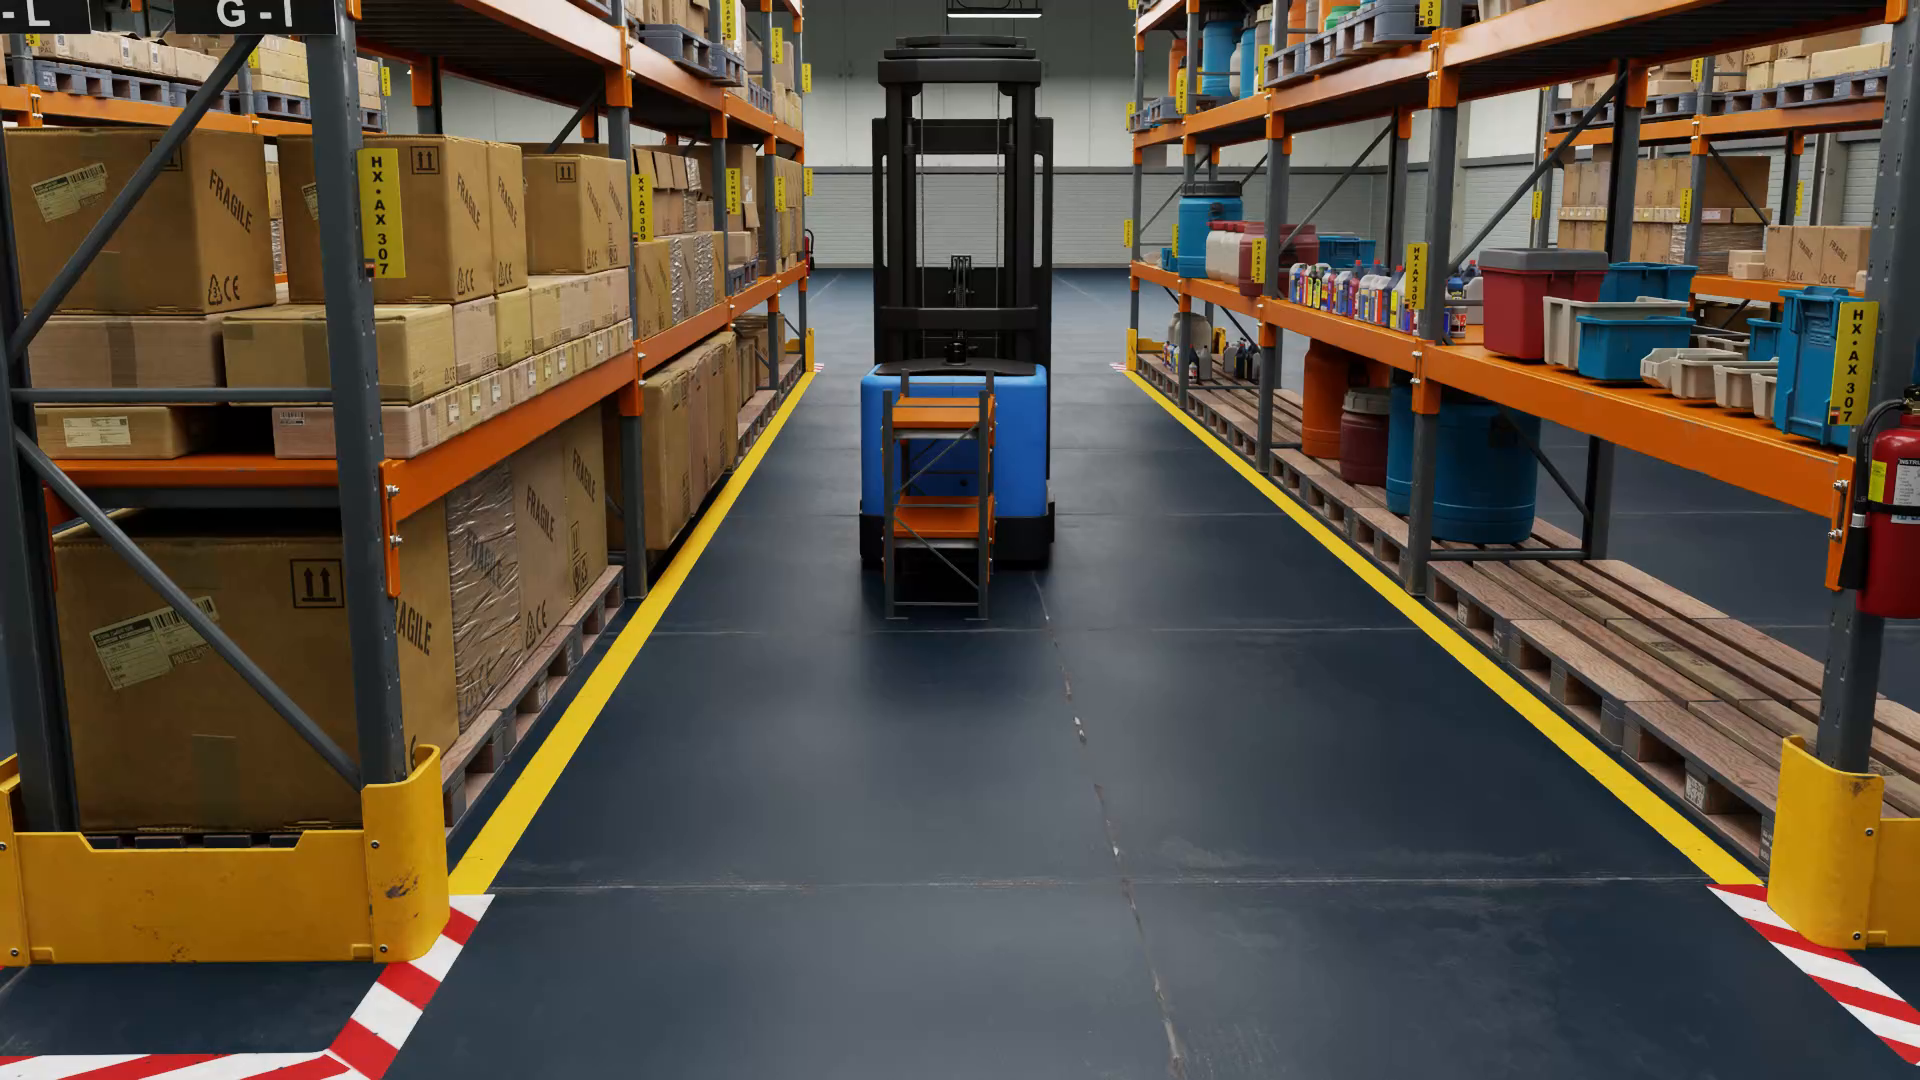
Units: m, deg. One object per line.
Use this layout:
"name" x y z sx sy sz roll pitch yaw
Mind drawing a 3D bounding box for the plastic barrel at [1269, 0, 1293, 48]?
"plastic barrel" 2.922 -4.133 14.080 0.600 0.901 0.708 0 11 -1

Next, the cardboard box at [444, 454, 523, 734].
"cardboard box" -2.149 0.156 6.032 0.875 0.875 0.875 0 11 -1

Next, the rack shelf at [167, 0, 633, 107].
"rack shelf" -2.078 -1.887 6.079 1.077 0.370 4.000 0 11 -1

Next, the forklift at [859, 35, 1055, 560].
"forklift" 0.028 -1.560 10.378 1.130 2.935 3.031 1 11 3

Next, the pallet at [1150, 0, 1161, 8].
"pallet" 2.594 -5.836 17.672 1.003 0.211 1.213 0 11 -1

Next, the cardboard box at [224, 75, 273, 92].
"cardboard box" -6.913 -4.432 16.141 0.380 0.149 0.250 0 11 -2

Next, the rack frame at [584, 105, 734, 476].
"rack frame" -2.202 -1.962 12.184 1.000 3.000 0.127 0 11 -1

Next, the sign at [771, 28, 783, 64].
"sign" -1.730 -4.676 15.730 0.100 0.325 0.005 0 11 -1

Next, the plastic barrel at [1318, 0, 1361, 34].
"plastic barrel" 2.759 -3.756 11.346 0.600 0.830 0.708 0 11 -1

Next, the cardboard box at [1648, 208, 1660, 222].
"cardboard box" 7.383 -3.370 17.245 0.380 0.149 0.250 0 11 -1

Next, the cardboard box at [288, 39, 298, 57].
"cardboard box" -6.930 -4.974 16.808 0.380 0.149 0.250 0 11 -2

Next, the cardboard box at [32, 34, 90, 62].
"cardboard box" -6.958 -3.787 12.556 0.500 0.311 0.500 0 11 -1

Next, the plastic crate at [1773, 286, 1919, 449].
"plastic crate" 2.722 -0.504 4.761 0.616 0.435 0.499 0 11 -1

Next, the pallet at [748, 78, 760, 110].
"pallet" -2.354 -3.806 14.201 1.213 0.211 1.003 0 11 -1

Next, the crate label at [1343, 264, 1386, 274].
"crate label" 3.116 -1.985 12.722 0.303 0.233 0.416 0 11 -1

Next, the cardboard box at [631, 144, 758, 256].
"cardboard box" -2.408 -3.098 15.221 1.000 1.000 1.000 0 11 -1

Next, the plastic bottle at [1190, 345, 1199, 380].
"plastic bottle" 2.366 -1.821 17.049 0.144 0.351 0.185 -1 11 -3

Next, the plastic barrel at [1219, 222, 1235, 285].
"plastic barrel" 2.483 -2.507 14.530 0.433 0.535 0.433 0 11 0

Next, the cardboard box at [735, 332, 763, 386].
"cardboard box" -2.253 -1.817 16.703 0.500 0.500 0.500 -1 11 -3

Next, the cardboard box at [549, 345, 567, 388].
"cardboard box" -1.754 -0.678 6.489 0.380 0.149 0.250 0 11 0

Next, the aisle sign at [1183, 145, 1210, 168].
"aisle sign" 2.880 -4.862 19.941 0.394 0.787 0.004 0 11 -1

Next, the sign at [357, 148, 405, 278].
"sign" -1.482 -0.836 4.257 0.100 0.325 0.005 0 11 -1

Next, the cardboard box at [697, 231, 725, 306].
"cardboard box" -1.944 -1.914 11.696 0.500 0.500 0.500 0 11 1

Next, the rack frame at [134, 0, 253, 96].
"rack frame" -7.246 -5.697 15.506 1.000 3.000 0.127 0 11 -1

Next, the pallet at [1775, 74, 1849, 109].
"pallet" 7.573 -3.736 13.861 1.003 0.211 1.213 0 11 1

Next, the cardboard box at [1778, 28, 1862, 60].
"cardboard box" 7.628 -4.531 14.738 0.500 0.500 0.500 1 12 4

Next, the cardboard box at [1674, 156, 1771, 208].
"cardboard box" 7.604 -3.570 16.596 0.700 0.500 0.500 0 11 -1

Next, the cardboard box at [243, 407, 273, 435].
"cardboard box" -2.384 -0.420 5.215 0.380 0.149 0.250 0 11 -1

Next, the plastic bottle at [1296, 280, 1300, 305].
"plastic bottle" 2.413 -1.755 11.664 0.097 0.201 0.097 0 11 0

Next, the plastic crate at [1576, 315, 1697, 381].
"plastic crate" 2.617 -0.746 6.464 0.416 0.233 0.300 0 11 -1

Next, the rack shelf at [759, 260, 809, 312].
"rack shelf" -2.326 -2.802 18.135 1.077 0.370 4.000 0 11 -1

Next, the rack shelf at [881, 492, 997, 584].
"rack shelf" -0.092 -0.024 8.576 0.538 0.278 1.000 1 11 3

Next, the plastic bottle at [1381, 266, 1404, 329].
"plastic bottle" 2.483 -1.381 9.445 0.144 0.351 0.185 0 11 -1

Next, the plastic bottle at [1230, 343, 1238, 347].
"plastic bottle" 3.039 -2.040 18.312 0.152 0.276 0.135 0 11 -1

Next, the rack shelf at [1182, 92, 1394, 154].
"rack shelf" 2.709 -3.497 14.018 1.077 0.370 4.000 0 11 -1

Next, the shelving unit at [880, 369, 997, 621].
"shelving unit" -0.092 -0.263 8.527 0.538 1.125 1.048 1 11 3

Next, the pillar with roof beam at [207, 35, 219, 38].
"pillar with roof beam" -14.316 -11.077 42.024 9.100 9.000 0.548 0 11 -1

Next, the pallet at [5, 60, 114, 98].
"pallet" -7.229 -3.467 12.533 1.213 0.211 1.003 0 11 1

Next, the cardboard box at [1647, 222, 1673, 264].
"cardboard box" 7.587 -3.039 17.242 0.700 0.500 0.500 0 11 -2

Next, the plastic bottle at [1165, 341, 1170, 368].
"plastic bottle" 2.297 -2.050 18.345 0.061 0.283 0.133 0 11 0

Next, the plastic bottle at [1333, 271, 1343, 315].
"plastic bottle" 2.435 -1.579 10.621 0.097 0.271 0.097 0 11 0

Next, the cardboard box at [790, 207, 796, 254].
"cardboard box" -2.286 -3.439 18.466 0.875 0.500 0.500 0 11 -1

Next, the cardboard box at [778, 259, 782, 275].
"cardboard box" -1.980 -2.727 16.591 0.380 0.149 0.250 0 11 -1

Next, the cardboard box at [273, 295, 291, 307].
"cardboard box" -2.322 -0.640 5.298 0.500 0.250 0.500 0 11 -2

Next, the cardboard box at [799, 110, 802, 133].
"cardboard box" -2.103 -4.854 19.272 0.500 0.250 0.500 0 11 0

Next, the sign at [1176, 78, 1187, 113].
"sign" 2.117 -4.252 15.905 0.100 0.325 0.005 0 11 -1

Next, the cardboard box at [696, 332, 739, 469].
"cardboard box" -2.208 -0.989 11.677 1.225 0.875 0.875 -1 11 -4

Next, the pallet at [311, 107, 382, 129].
"pallet" -7.302 -4.831 19.006 1.003 0.211 1.213 0 11 -1

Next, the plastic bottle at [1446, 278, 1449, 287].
"plastic bottle" 3.068 -1.582 10.605 0.061 0.283 0.133 0 11 -1

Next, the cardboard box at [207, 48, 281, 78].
"cardboard box" -6.976 -4.652 16.222 0.500 0.250 0.500 0 11 -1

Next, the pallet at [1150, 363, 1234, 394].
"pallet" 2.667 -1.787 18.339 1.003 0.211 1.213 0 11 -1

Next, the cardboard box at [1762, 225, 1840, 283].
"cardboard box" 7.630 -2.588 15.022 0.500 0.500 0.500 1 11 3

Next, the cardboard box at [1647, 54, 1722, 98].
"cardboard box" 7.712 -4.920 17.553 0.797 0.503 0.637 1 12 5

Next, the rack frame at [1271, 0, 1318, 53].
"rack frame" 2.750 -4.922 11.688 1.000 3.000 0.127 0 11 -1

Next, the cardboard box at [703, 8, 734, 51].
"cardboard box" -1.954 -3.820 12.292 0.500 0.500 0.500 0 11 -1

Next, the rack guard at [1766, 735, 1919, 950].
"rack guard" 2.929 0.838 4.671 1.175 0.500 0.348 0 11 -1
